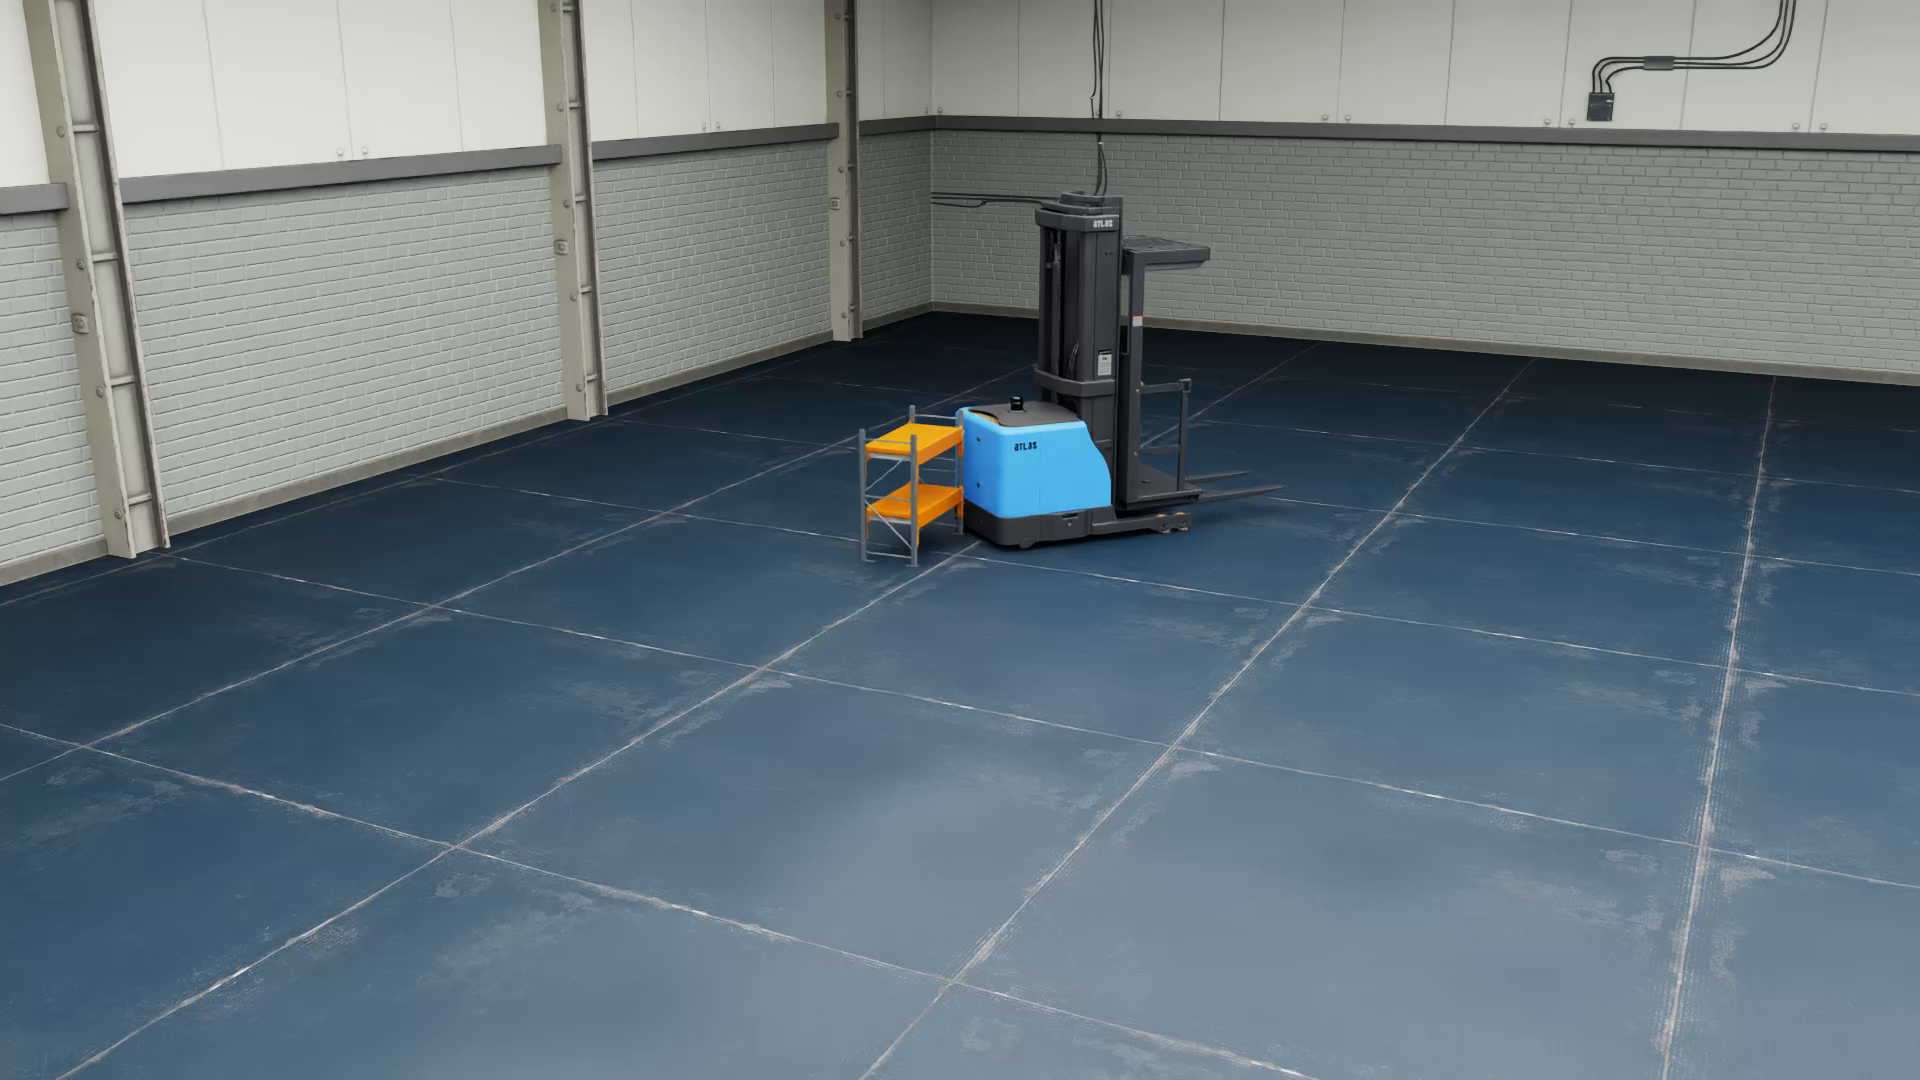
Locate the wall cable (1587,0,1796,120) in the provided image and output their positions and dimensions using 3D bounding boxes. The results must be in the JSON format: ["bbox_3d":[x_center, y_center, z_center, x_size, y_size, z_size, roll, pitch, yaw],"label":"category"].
[{"bbox_3d":[9.319,-8.284,20.638,2.305,6.003,0.169,8,18,25],"label":"wall cable"}]

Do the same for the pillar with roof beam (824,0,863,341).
[{"bbox_3d":[2.185,-6.736,21.399,9.100,9.000,0.400,8,18,25],"label":"pillar with roof beam"}]

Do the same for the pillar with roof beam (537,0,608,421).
[{"bbox_3d":[-0.496,-5.208,16.253,9.100,9.000,0.400,8,18,25],"label":"pillar with roof beam"}]

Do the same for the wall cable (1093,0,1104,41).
[{"bbox_3d":[3.254,-8.454,23.767,3.097,2.526,0.112,8,18,25],"label":"wall cable"}]

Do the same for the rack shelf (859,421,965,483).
[{"bbox_3d":[-0.396,-0.754,14.058,0.538,0.278,1.000,7,18,21],"label":"rack shelf"}]

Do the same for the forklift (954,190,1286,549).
[{"bbox_3d":[1.510,-1.593,14.739,3.031,2.935,1.130,-7,18,-23],"label":"forklift"}]

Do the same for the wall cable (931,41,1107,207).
[{"bbox_3d":[0.833,-6.377,25.645,3.097,2.526,0.112,8,18,25],"label":"wall cable"}]

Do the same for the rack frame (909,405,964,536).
[{"bbox_3d":[-0.205,-0.607,14.593,0.500,1.125,0.032,7,18,21],"label":"rack frame"}]

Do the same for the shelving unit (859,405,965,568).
[{"bbox_3d":[-0.396,-0.473,14.142,0.538,1.125,1.048,7,18,21],"label":"shelving unit"}]

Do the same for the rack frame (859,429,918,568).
[{"bbox_3d":[-0.588,-0.339,13.691,0.500,1.125,0.032,7,18,21],"label":"rack frame"}]

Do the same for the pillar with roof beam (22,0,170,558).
[{"bbox_3d":[-3.177,-3.679,11.108,9.100,9.000,0.400,8,18,25],"label":"pillar with roof beam"}]

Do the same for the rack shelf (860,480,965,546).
[{"bbox_3d":[-0.396,-0.239,14.211,0.538,0.278,1.000,7,18,21],"label":"rack shelf"}]
